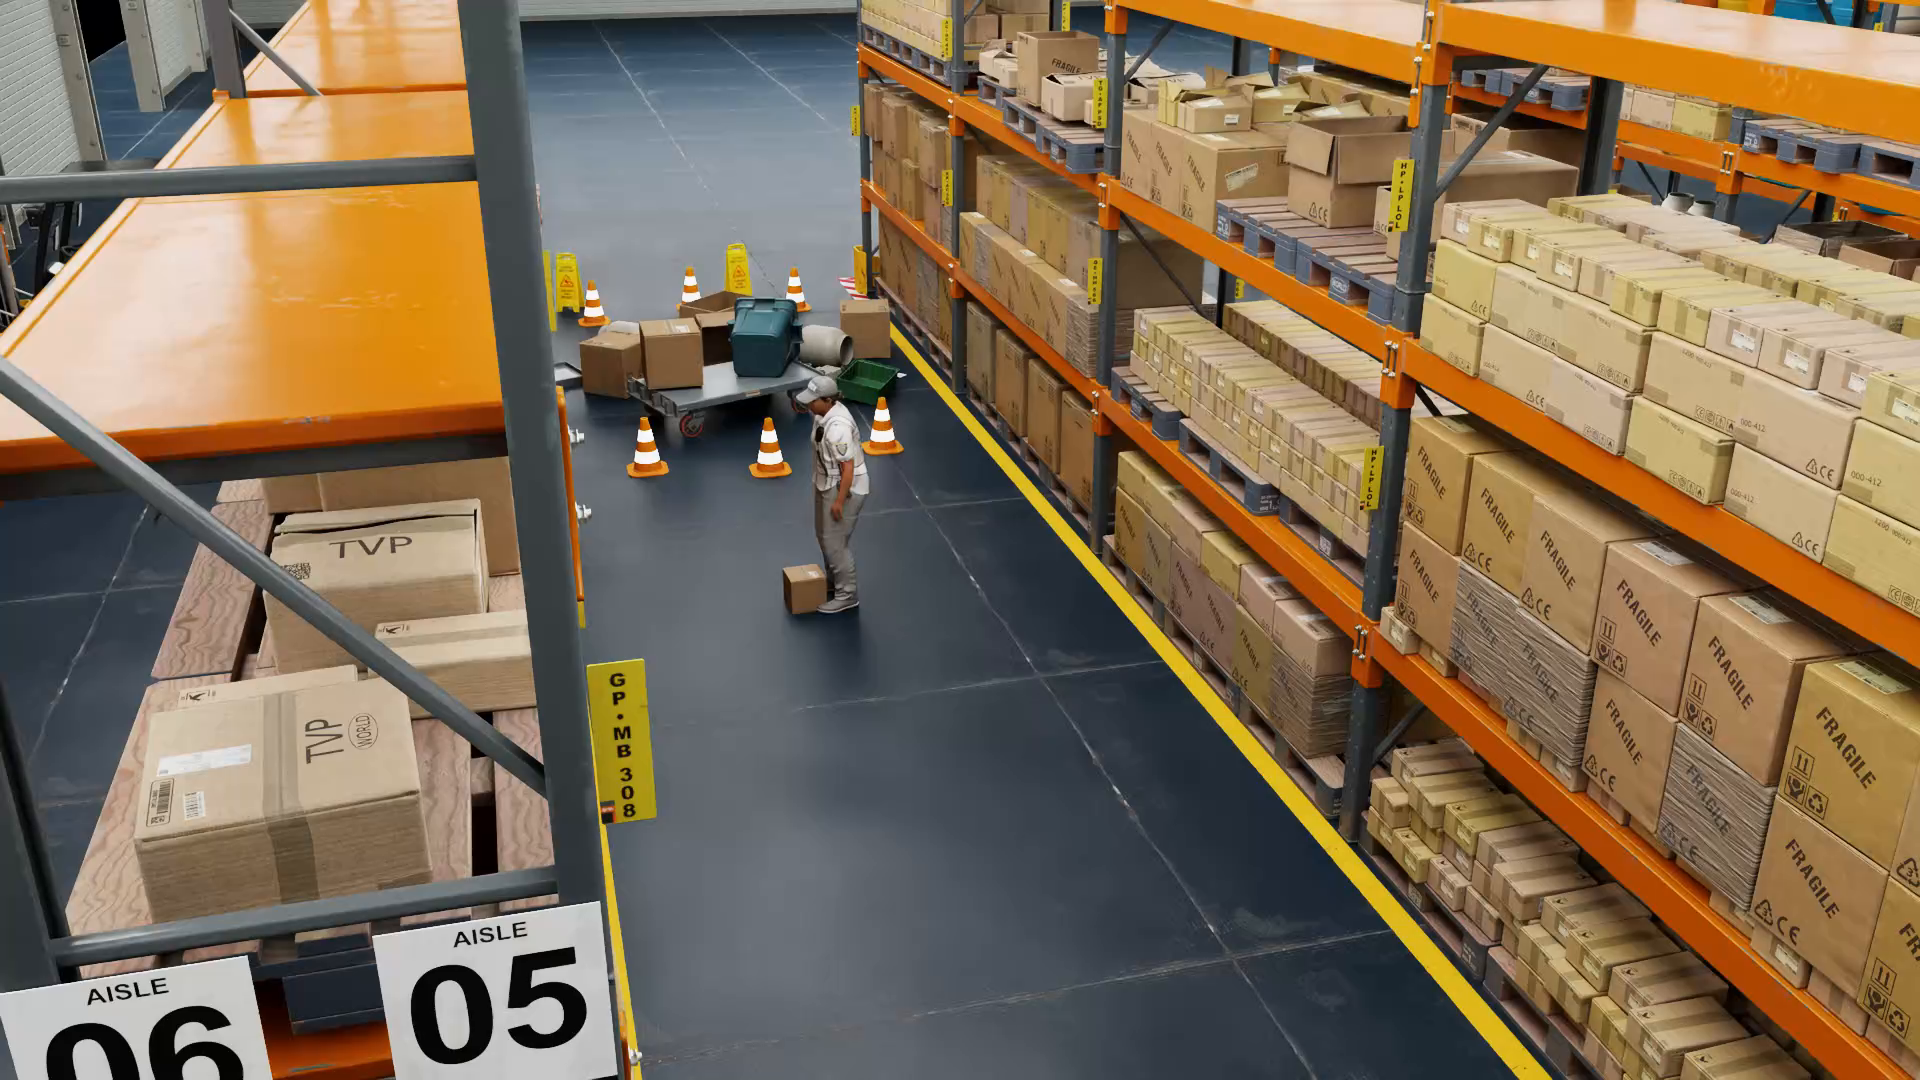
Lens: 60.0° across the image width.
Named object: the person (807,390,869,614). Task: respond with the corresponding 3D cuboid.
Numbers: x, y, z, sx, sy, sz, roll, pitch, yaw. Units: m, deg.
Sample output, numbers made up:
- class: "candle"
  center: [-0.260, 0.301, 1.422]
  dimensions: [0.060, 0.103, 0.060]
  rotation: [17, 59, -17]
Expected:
- class: "person"
  center: [1.396, -10.814, 30.435]
  dimensions: [18.113, 6.001, 40.284]
  rotation: [-7, 24, -17]
